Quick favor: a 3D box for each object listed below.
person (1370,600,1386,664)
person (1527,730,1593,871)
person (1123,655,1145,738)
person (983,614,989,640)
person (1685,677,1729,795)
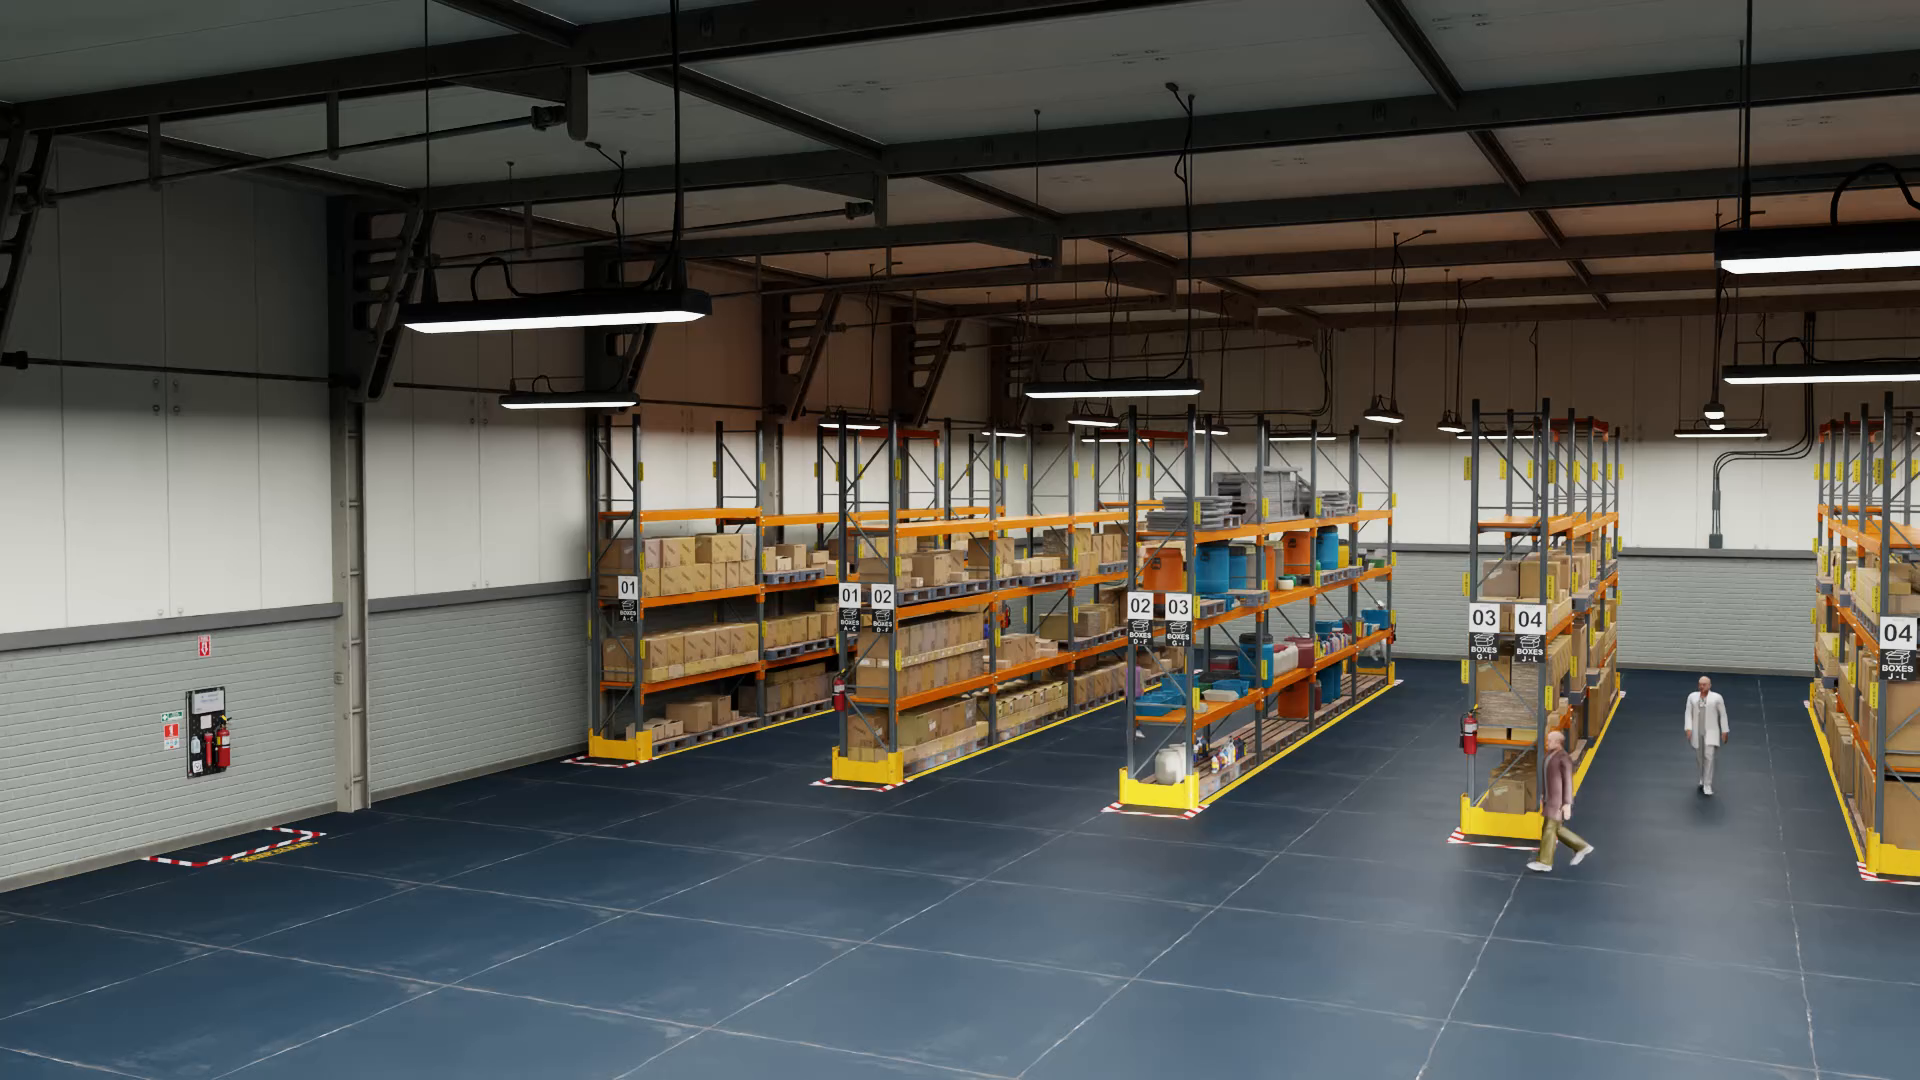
[{"bbox_3d":[10.965,2.394,43.328,0.563,1.656,1.013,-1,3,-25],"label":"person"},{"bbox_3d":[7.543,3.265,20.887,0.934,1.757,0.662,0,2,-2],"label":"person"},{"bbox_3d":[3.249,2.923,30.976,0.454,1.586,0.443,2,3,34],"label":"person"},{"bbox_3d":[0.595,2.565,39.026,0.481,1.640,0.491,-2,3,-42],"label":"person"},{"bbox_3d":[11.726,3.052,26.180,0.869,1.804,0.622,-2,3,-44],"label":"person"}]
